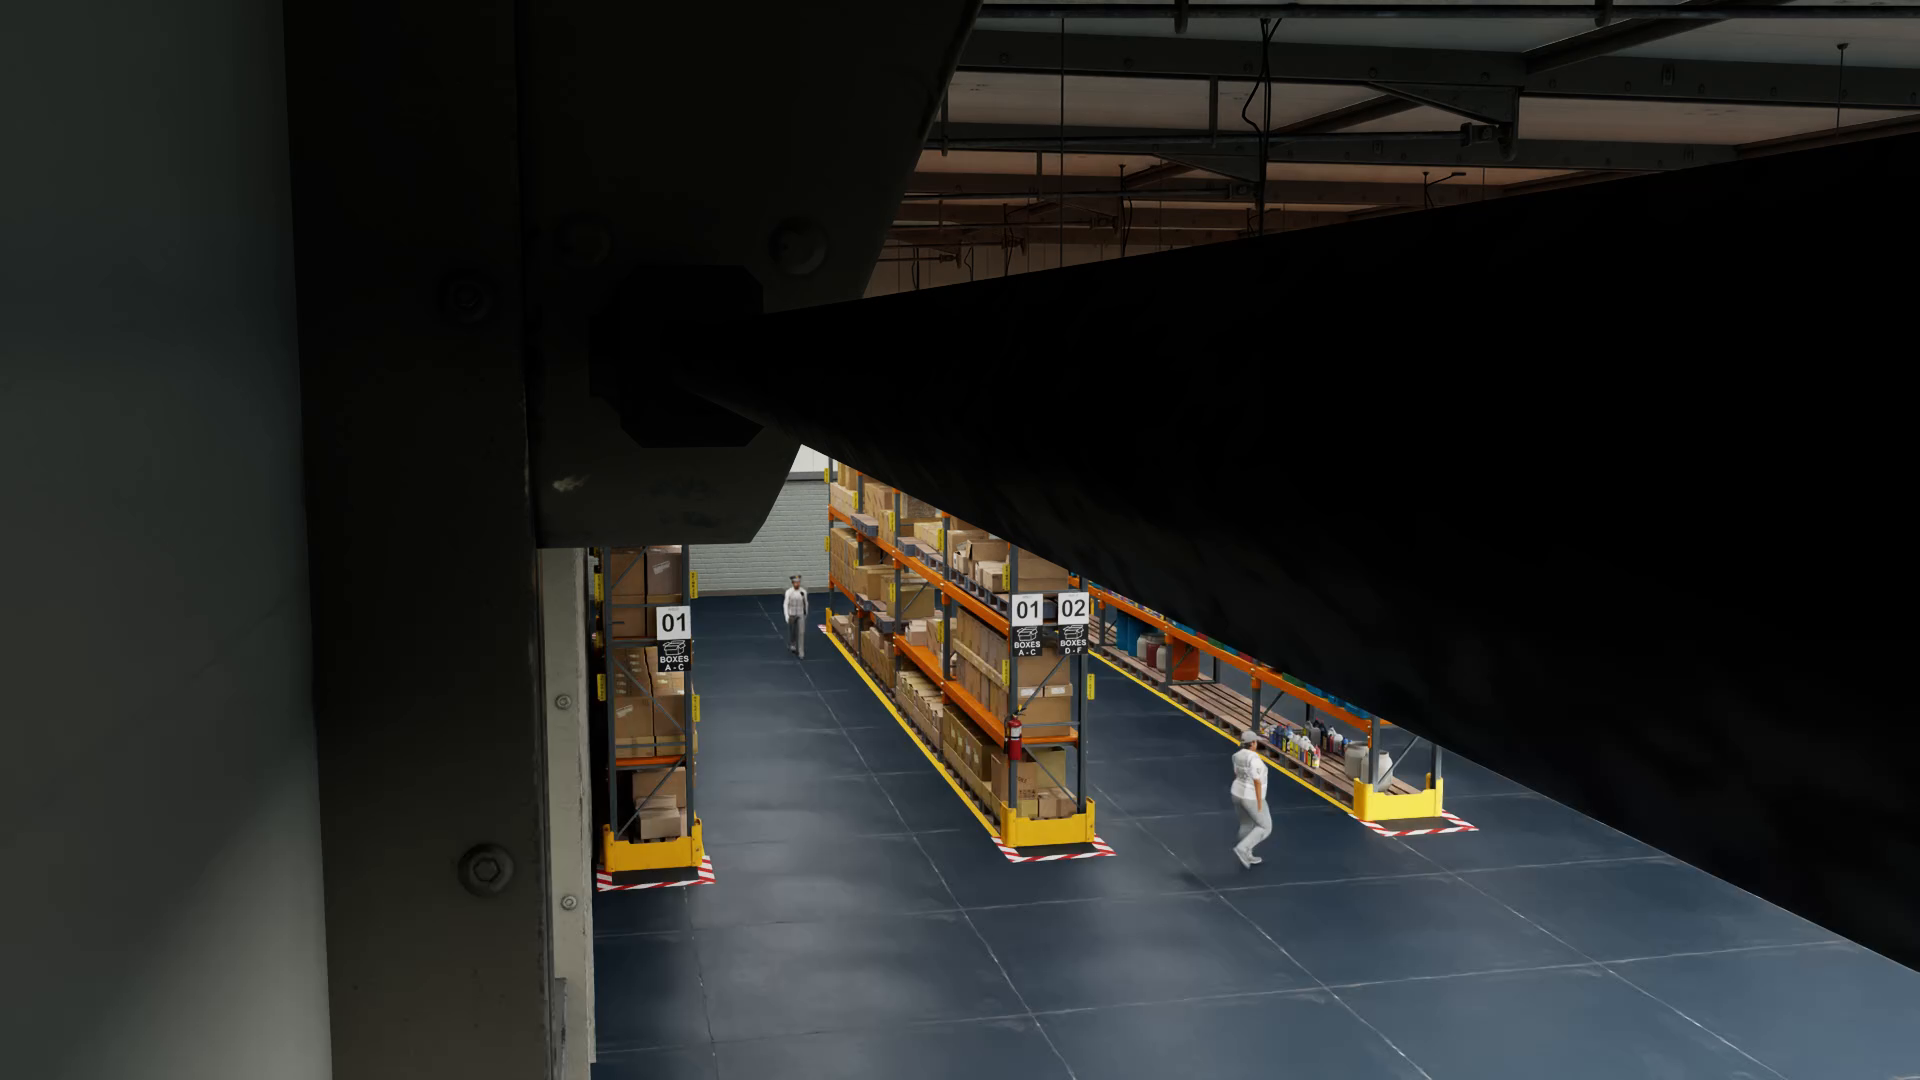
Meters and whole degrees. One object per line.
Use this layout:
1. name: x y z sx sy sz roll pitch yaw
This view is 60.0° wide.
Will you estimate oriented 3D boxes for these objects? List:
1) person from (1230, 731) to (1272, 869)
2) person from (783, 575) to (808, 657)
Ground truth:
1. person: 3.458 3.122 20.031 0.547 1.655 0.518 -4 8 -28
2. person: -3.314 1.504 33.662 0.517 1.617 1.034 -1 7 -9
